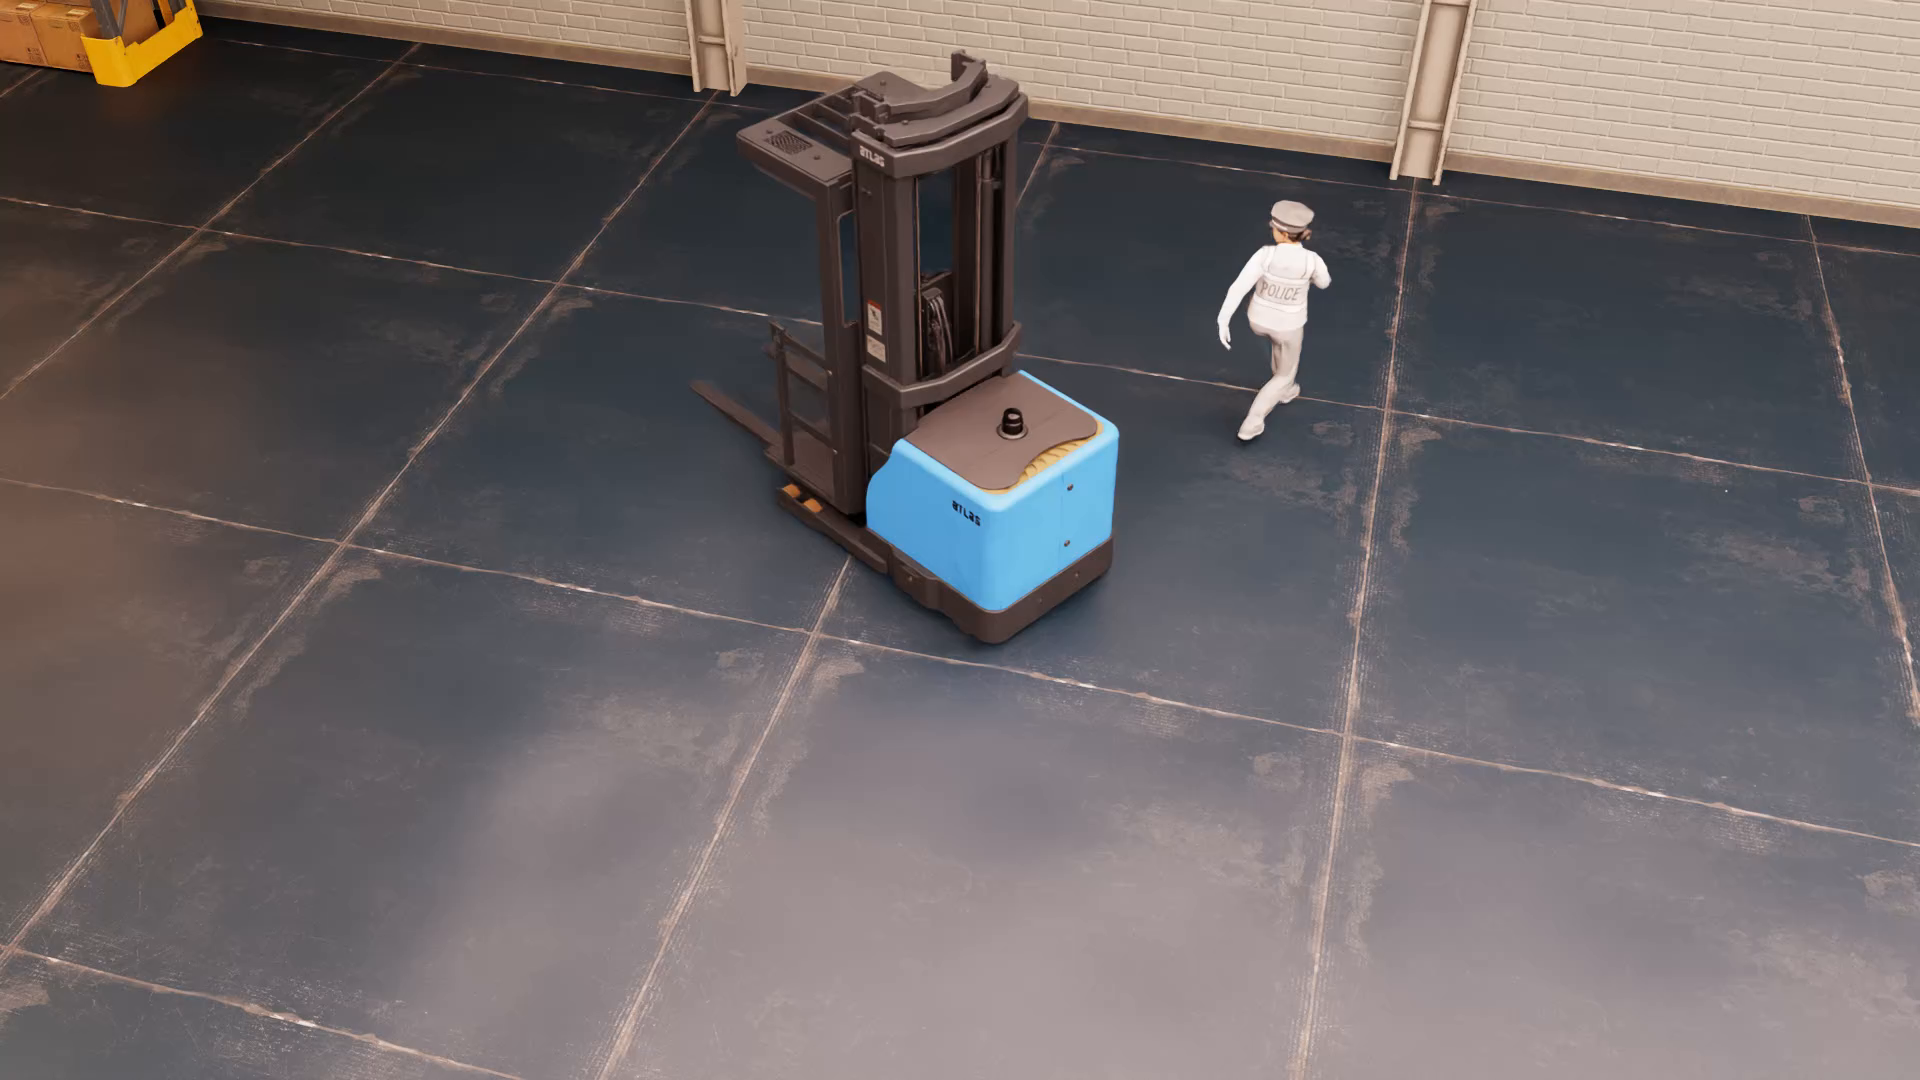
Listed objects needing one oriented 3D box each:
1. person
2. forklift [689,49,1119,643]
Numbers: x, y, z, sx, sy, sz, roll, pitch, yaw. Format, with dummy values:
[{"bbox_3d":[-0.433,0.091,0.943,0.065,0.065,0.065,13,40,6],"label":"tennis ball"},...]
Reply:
[{"bbox_3d":[2.010,-1.405,10.520,0.506,1.602,0.884,23,46,24],"label":"person"},{"bbox_3d":[-0.490,-1.397,9.455,1.130,2.935,3.031,-32,51,-31],"label":"forklift"}]
